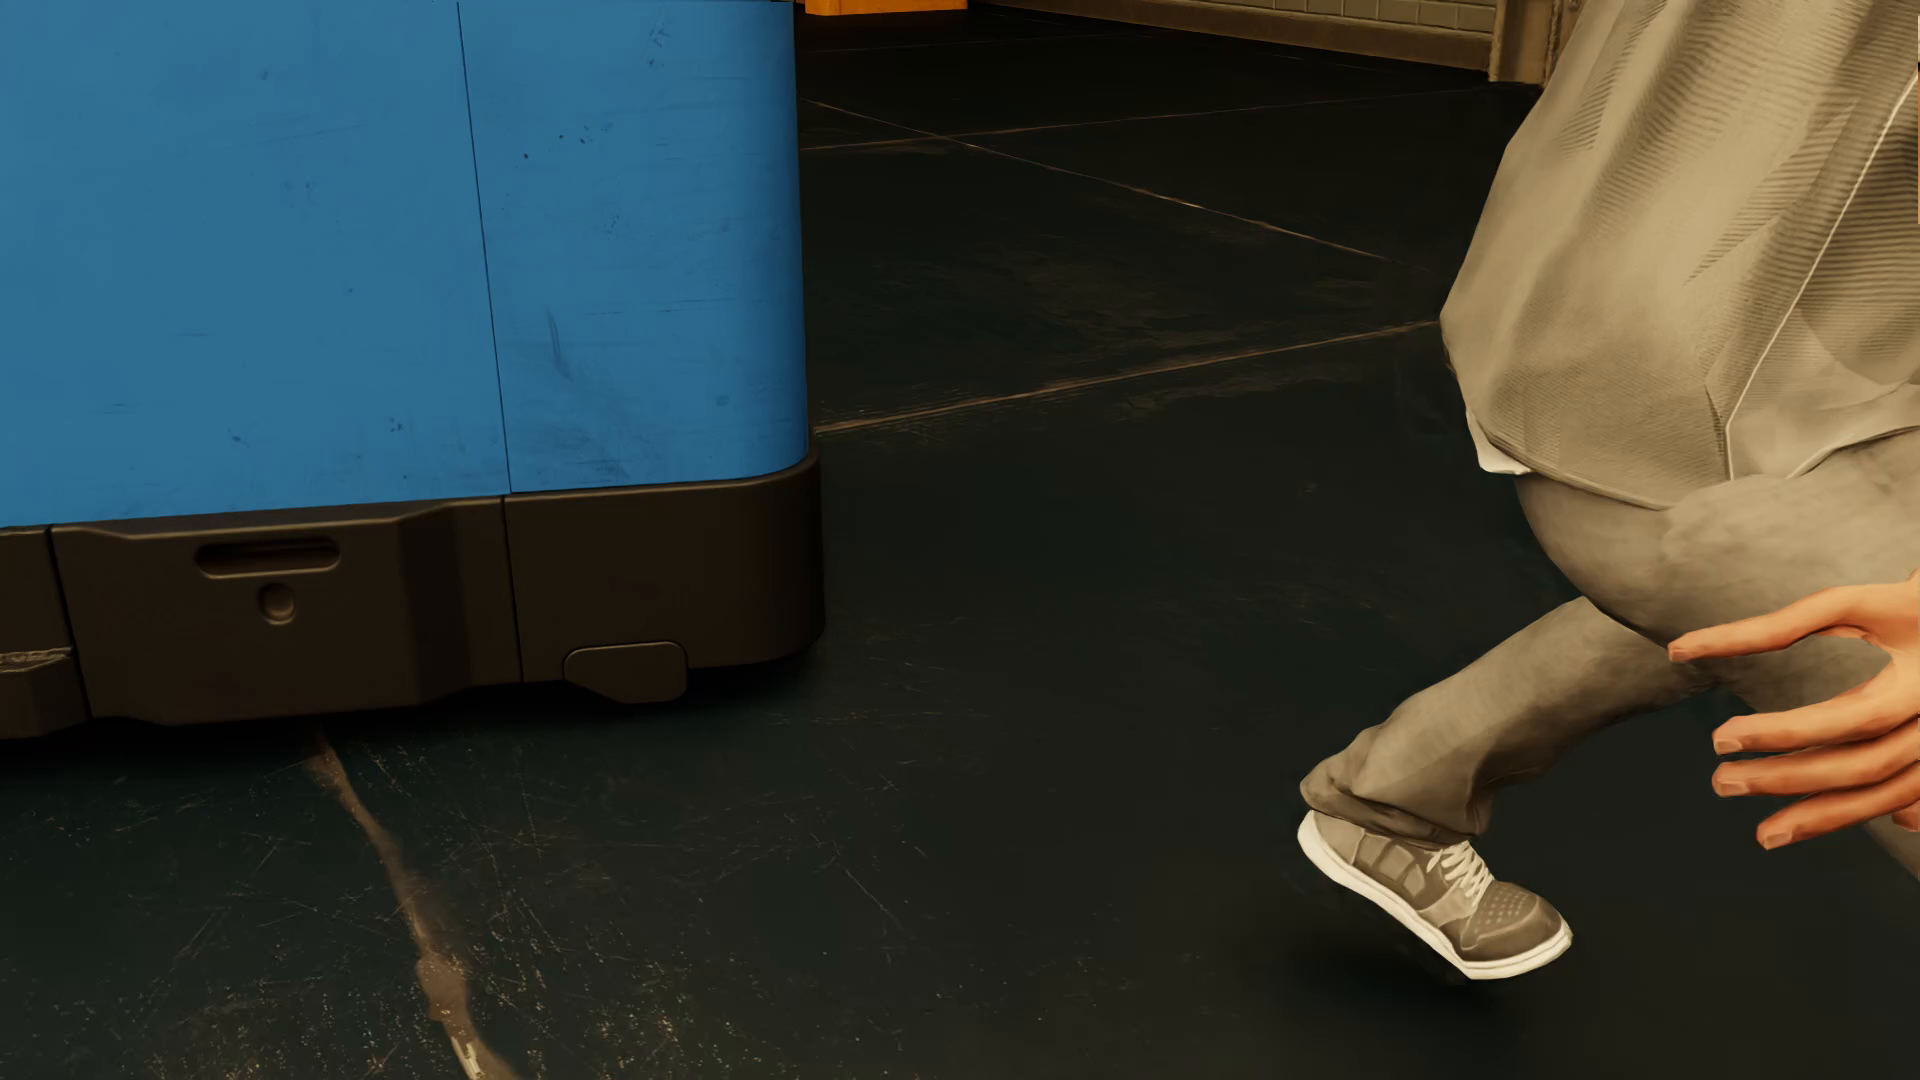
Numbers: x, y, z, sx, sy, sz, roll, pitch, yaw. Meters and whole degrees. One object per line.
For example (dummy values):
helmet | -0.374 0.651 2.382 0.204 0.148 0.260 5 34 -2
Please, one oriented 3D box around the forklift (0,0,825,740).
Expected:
forklift | -1.744 -1.229 1.769 3.031 2.935 1.130 -4 23 -10

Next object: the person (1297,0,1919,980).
person | 0.503 -0.046 0.950 0.496 1.527 0.985 3 23 8
